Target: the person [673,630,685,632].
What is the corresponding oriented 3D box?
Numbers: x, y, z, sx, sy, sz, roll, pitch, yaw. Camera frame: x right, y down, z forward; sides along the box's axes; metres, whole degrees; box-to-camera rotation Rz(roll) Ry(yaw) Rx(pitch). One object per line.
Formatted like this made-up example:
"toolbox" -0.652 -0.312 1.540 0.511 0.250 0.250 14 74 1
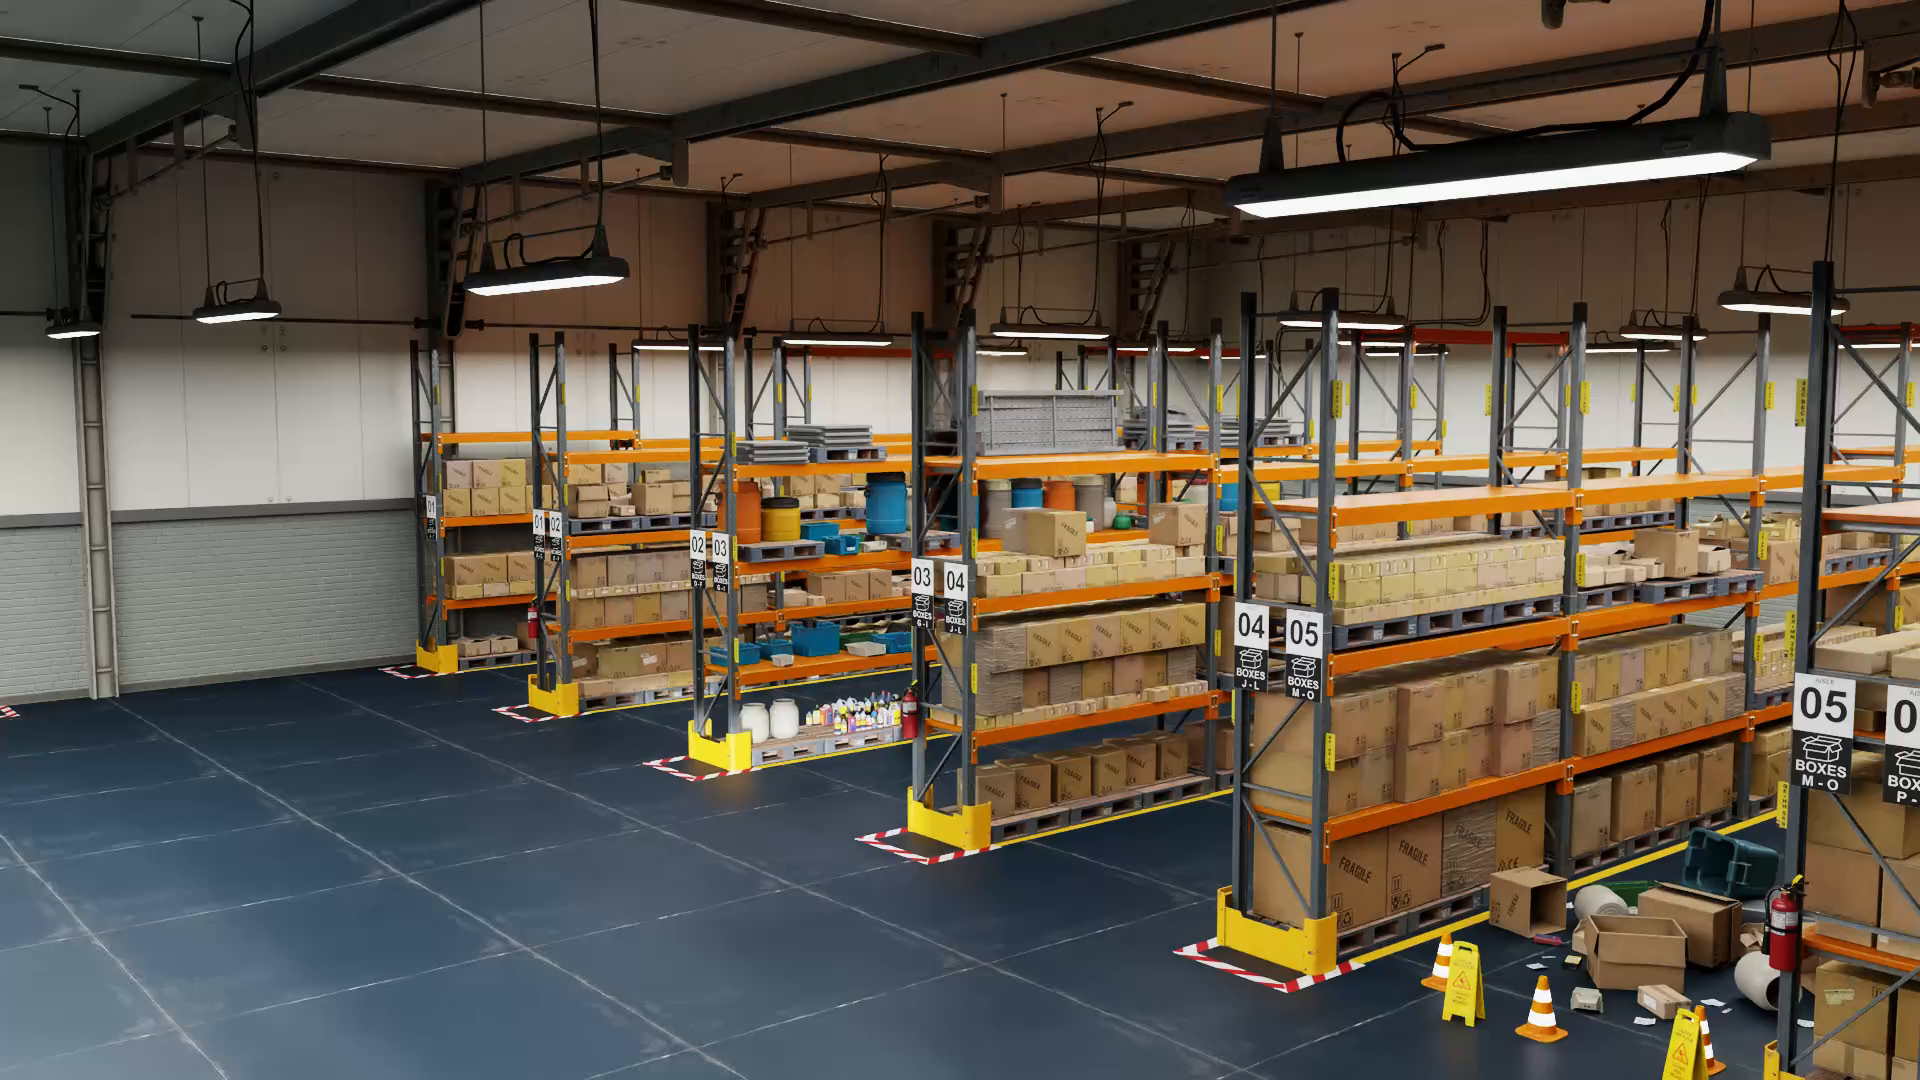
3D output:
"person" -5.086 1.630 29.663 0.570 1.561 0.521 -5 7 -42
